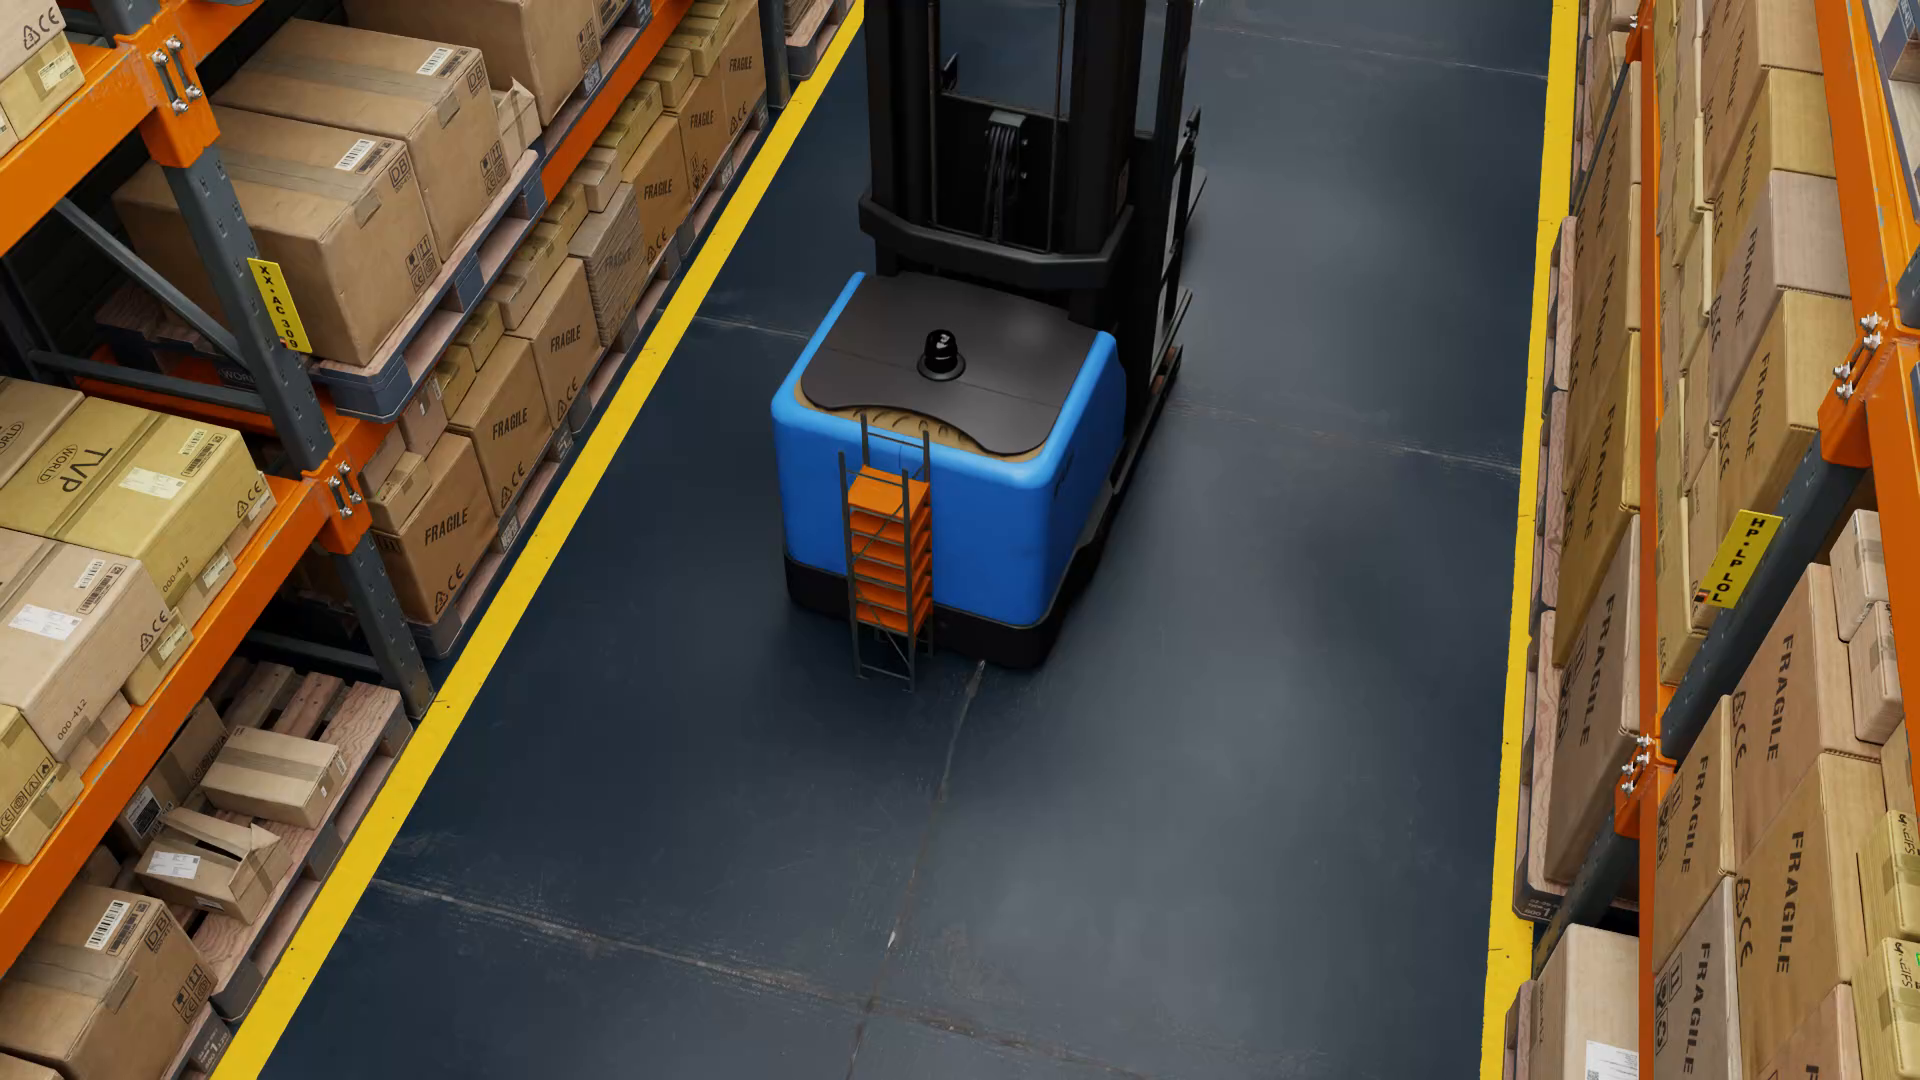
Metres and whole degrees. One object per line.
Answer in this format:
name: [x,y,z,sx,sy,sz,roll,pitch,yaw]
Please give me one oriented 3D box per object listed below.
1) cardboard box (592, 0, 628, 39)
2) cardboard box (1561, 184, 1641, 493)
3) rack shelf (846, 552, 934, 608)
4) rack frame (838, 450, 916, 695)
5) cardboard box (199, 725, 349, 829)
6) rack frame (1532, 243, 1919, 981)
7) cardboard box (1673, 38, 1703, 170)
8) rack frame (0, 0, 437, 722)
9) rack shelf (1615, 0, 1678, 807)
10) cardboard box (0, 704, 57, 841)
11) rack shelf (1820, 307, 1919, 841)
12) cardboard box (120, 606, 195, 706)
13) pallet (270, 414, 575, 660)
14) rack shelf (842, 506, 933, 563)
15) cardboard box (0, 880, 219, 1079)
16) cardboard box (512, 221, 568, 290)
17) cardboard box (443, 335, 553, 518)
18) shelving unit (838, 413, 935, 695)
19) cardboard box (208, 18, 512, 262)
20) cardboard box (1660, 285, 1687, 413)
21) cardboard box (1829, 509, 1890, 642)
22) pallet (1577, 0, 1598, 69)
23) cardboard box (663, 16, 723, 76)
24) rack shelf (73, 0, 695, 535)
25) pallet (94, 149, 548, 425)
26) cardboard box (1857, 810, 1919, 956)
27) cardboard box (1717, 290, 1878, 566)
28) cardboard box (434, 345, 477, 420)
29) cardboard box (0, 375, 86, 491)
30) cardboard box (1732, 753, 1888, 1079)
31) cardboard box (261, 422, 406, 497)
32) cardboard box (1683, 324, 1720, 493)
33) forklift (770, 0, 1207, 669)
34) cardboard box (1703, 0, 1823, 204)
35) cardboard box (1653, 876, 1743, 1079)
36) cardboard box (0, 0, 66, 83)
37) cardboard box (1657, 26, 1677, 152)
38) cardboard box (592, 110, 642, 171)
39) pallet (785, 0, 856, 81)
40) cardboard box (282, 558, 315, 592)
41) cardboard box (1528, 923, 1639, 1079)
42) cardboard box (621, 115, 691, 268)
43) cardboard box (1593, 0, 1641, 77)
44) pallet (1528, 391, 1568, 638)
cardboard box: [-1.635,-2.320,6.367,0.797,0.503,0.637,11,49,9]
cardboard box: [2.905,-0.695,6.419,0.875,0.875,0.875,12,50,10]
rack shelf: [-0.245,0.108,5.832,0.258,0.103,0.180,16,50,13]
rack frame: [-0.277,0.143,5.742,0.240,1.200,0.006,16,50,13]
cardboard box: [-2.300,0.795,5.588,0.380,0.149,0.250,10,49,9]
rack frame: [2.353,0.506,4.221,1.000,3.000,0.127,12,50,10]
cardboard box: [2.754,-1.453,5.718,0.500,0.250,0.500,11,50,10]
rack frame: [-2.436,-0.471,5.084,1.000,3.000,0.127,12,50,10]
rack shelf: [2.880,-0.702,5.768,1.077,0.370,4.000,12,50,10]
cardboard box: [-2.597,0.620,4.022,0.500,0.250,0.500,11,50,10]
rack shelf: [1.827,1.198,2.090,1.077,0.370,4.000,12,50,10]
cardboard box: [-2.369,0.278,4.590,0.380,0.149,0.250,13,50,11]
pallet: [-2.259,-0.144,6.655,1.003,0.211,1.213,12,50,10]
rack shelf: [-0.245,-0.050,5.652,0.258,0.103,0.180,16,50,13]
cardboard box: [-2.701,1.326,4.885,0.700,0.500,0.500,10,49,9]
cardboard box: [-1.802,-1.161,6.647,0.380,0.149,0.250,13,50,11]
cardboard box: [-1.961,-0.475,6.475,0.500,0.500,0.500,11,49,10]
shelving unit: [-0.245,0.079,5.799,0.258,1.200,0.189,16,50,13]
cardboard box: [-1.957,-1.323,5.489,0.700,0.500,0.500,12,50,10]
cardboard box: [2.514,-0.548,5.252,0.500,0.250,0.500,10,49,9]
cardboard box: [2.020,0.105,3.410,0.380,0.149,0.250,11,49,9]
pallet: [3.936,-2.909,9.095,1.003,0.211,1.213,12,50,10]
cardboard box: [-1.311,-2.280,7.635,0.380,0.149,0.250,9,49,8]
rack shelf: [-1.910,-1.679,6.630,1.077,0.370,4.000,12,50,10]
pallet: [-2.121,-0.964,5.647,1.003,0.211,1.213,12,50,10]
cardboard box: [1.817,0.654,2.925,0.380,0.149,0.250,11,50,10]
cardboard box: [2.229,-0.230,4.138,0.500,0.500,0.500,13,50,11]
cardboard box: [-2.031,-0.608,6.159,0.380,0.149,0.250,9,49,8]
cardboard box: [-2.827,-0.214,4.759,0.500,0.250,0.500,11,50,10]
cardboard box: [1.855,0.803,3.226,0.500,0.500,0.500,11,49,10]
cardboard box: [-2.144,-0.314,5.702,0.380,0.149,0.250,11,49,9]
cardboard box: [2.359,-0.339,4.734,0.500,0.250,0.500,13,50,11]
forklift: [0.328,-1.624,6.147,1.130,2.935,3.031,16,50,13]
cardboard box: [2.632,-1.346,5.123,0.500,0.500,0.500,12,50,11]
cardboard box: [1.841,1.124,3.609,0.500,0.500,0.500,12,50,10]
cardboard box: [-2.322,-1.114,3.552,0.500,0.250,0.500,12,50,10]
cardboard box: [2.916,-1.658,6.232,0.500,0.250,0.500,10,49,9]
cardboard box: [-1.602,-1.735,7.154,0.380,0.149,0.250,11,49,9]
pallet: [-1.129,-3.029,9.201,1.003,0.211,1.213,12,50,10]
cardboard box: [-2.593,-0.196,6.228,0.500,0.500,0.500,11,50,10]
cardboard box: [2.084,1.648,4.642,0.875,0.438,0.875,11,49,9]
cardboard box: [-1.565,-1.588,7.457,0.500,0.500,0.500,14,50,12]
cardboard box: [3.751,-2.599,8.434,0.950,0.372,0.625,11,49,9]
pallet: [2.803,-0.029,6.554,1.003,0.211,1.213,12,50,10]
